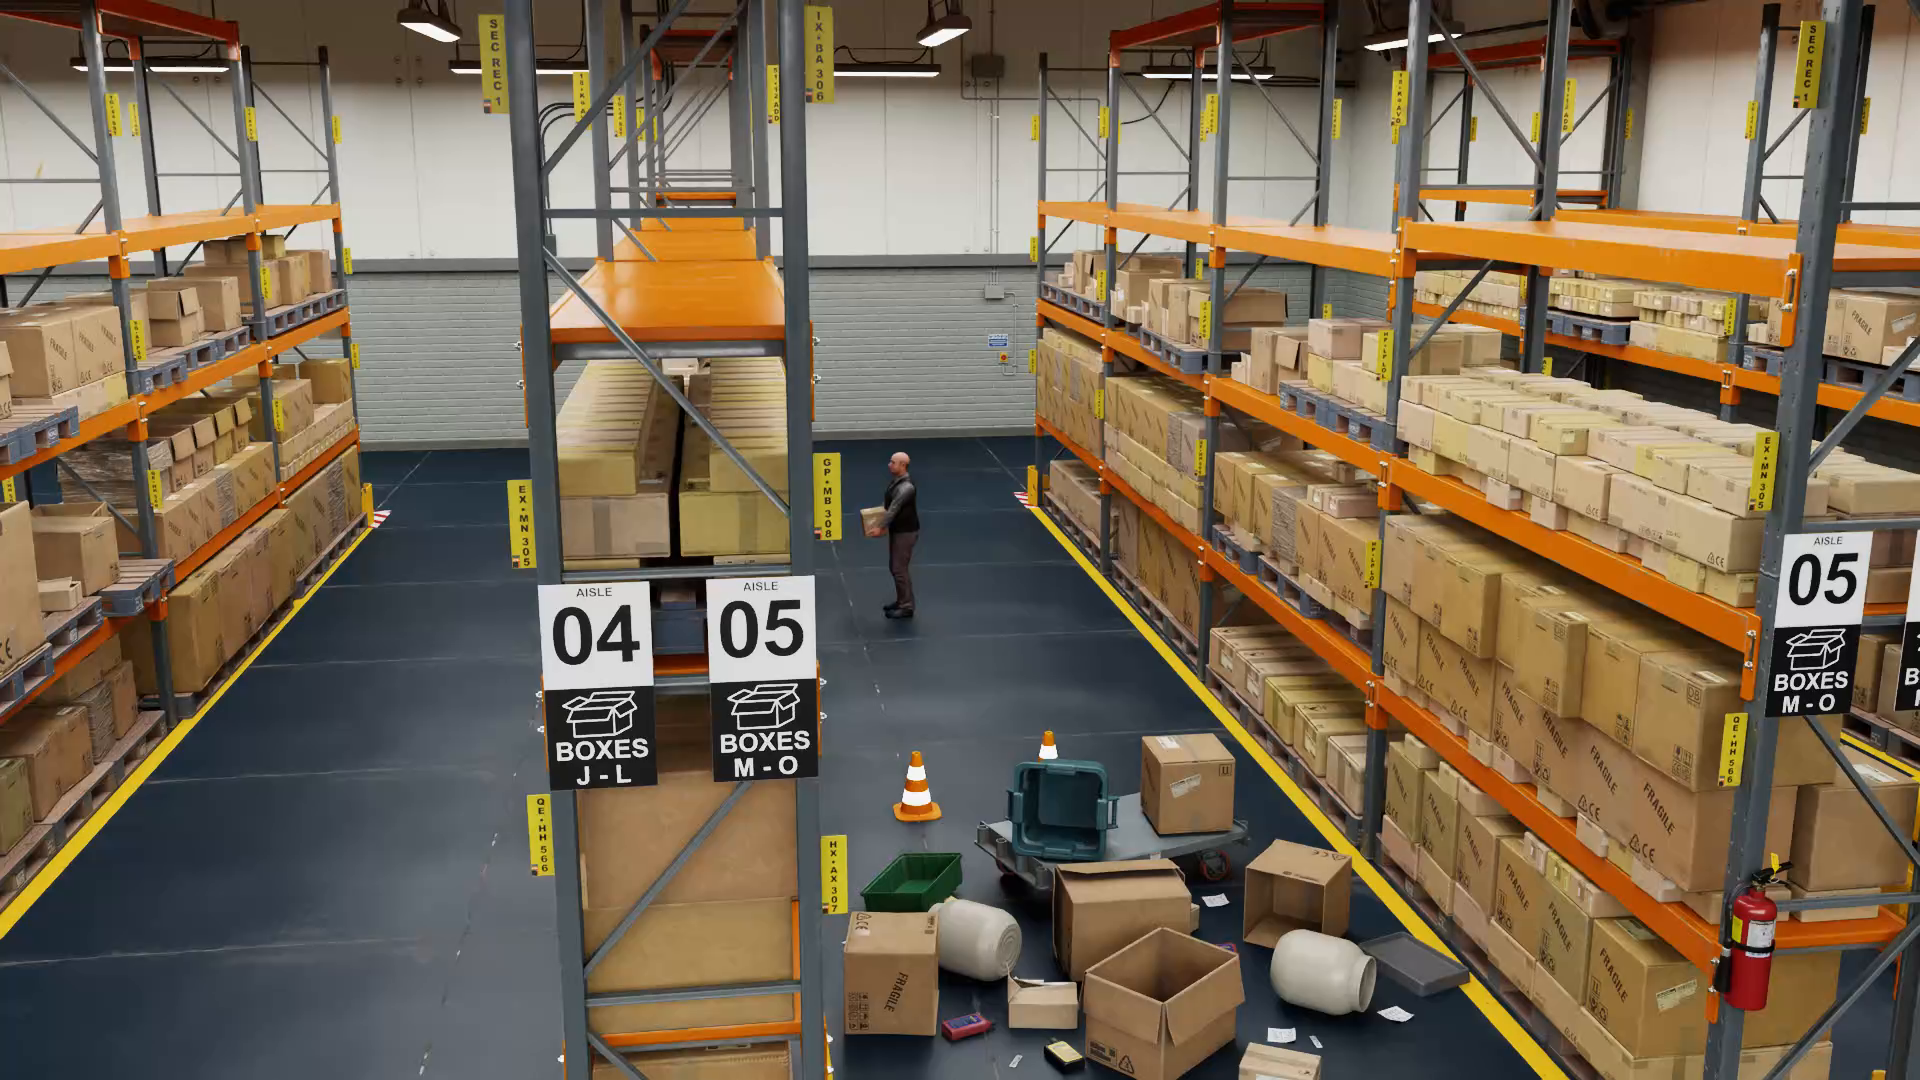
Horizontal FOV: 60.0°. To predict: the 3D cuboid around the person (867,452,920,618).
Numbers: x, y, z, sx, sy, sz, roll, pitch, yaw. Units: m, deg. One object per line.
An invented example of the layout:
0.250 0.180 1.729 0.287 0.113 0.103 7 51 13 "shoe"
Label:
-0.700 -0.062 17.317 0.560 1.721 0.495 -2 13 -9 "person"
